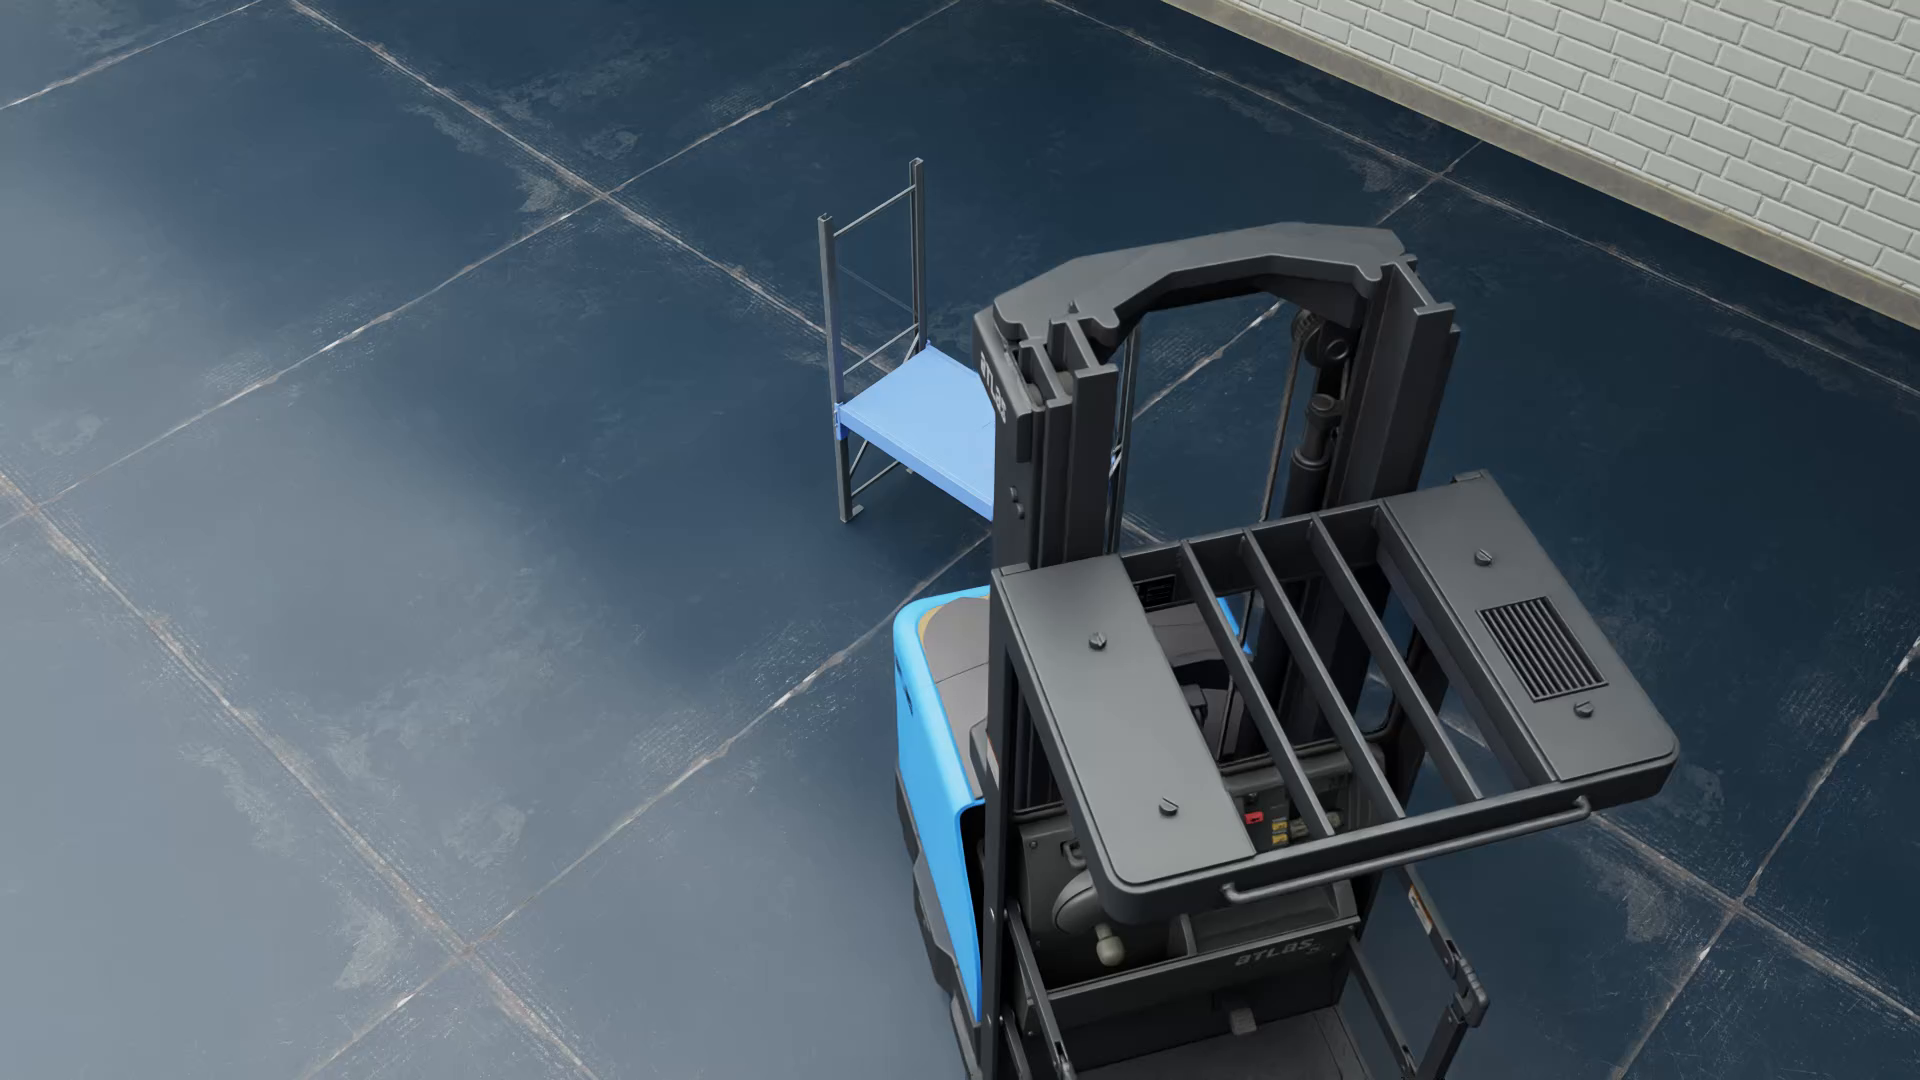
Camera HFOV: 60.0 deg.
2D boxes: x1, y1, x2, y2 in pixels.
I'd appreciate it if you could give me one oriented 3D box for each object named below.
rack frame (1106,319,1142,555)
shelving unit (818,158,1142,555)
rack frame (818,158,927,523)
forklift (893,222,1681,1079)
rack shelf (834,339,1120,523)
[{"bbox_3d":[0.436,-0.220,5.928,0.032,1.500,0.500,34,55,28],"label":"rack frame"},{"bbox_3d":[0.063,-0.471,6.164,1.048,1.500,0.538,34,55,28],"label":"shelving unit"},{"bbox_3d":[-0.311,-0.723,6.400,0.032,1.500,0.500,34,55,28],"label":"rack frame"},{"bbox_3d":[0.663,0.871,3.921,1.130,2.935,3.031,-11,48,-10],"label":"forklift"},{"bbox_3d":[0.063,-0.348,6.295,1.000,0.185,0.538,34,55,28],"label":"rack shelf"}]
